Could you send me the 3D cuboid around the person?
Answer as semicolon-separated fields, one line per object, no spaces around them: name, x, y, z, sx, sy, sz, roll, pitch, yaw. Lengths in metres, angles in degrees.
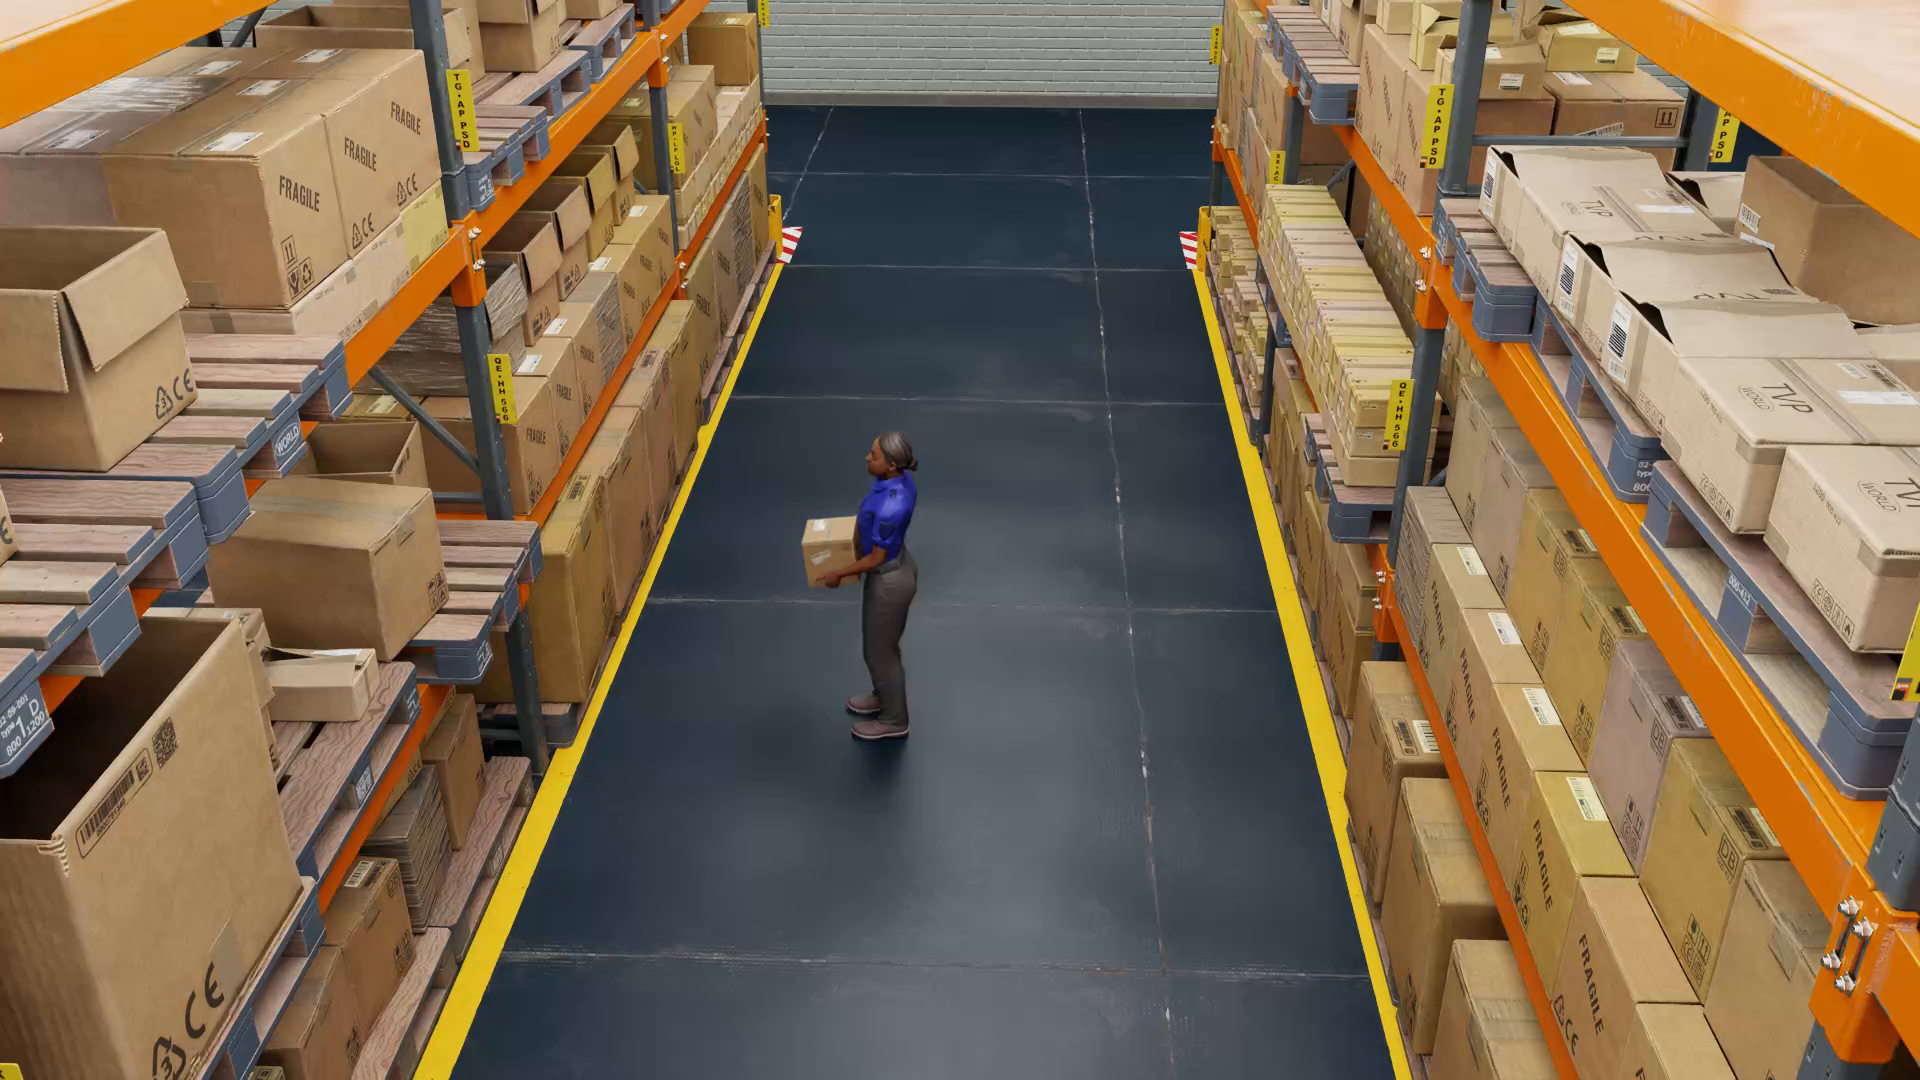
person;-0.448;0.211;8.236;0.508;1.651;0.455;1;28;2
